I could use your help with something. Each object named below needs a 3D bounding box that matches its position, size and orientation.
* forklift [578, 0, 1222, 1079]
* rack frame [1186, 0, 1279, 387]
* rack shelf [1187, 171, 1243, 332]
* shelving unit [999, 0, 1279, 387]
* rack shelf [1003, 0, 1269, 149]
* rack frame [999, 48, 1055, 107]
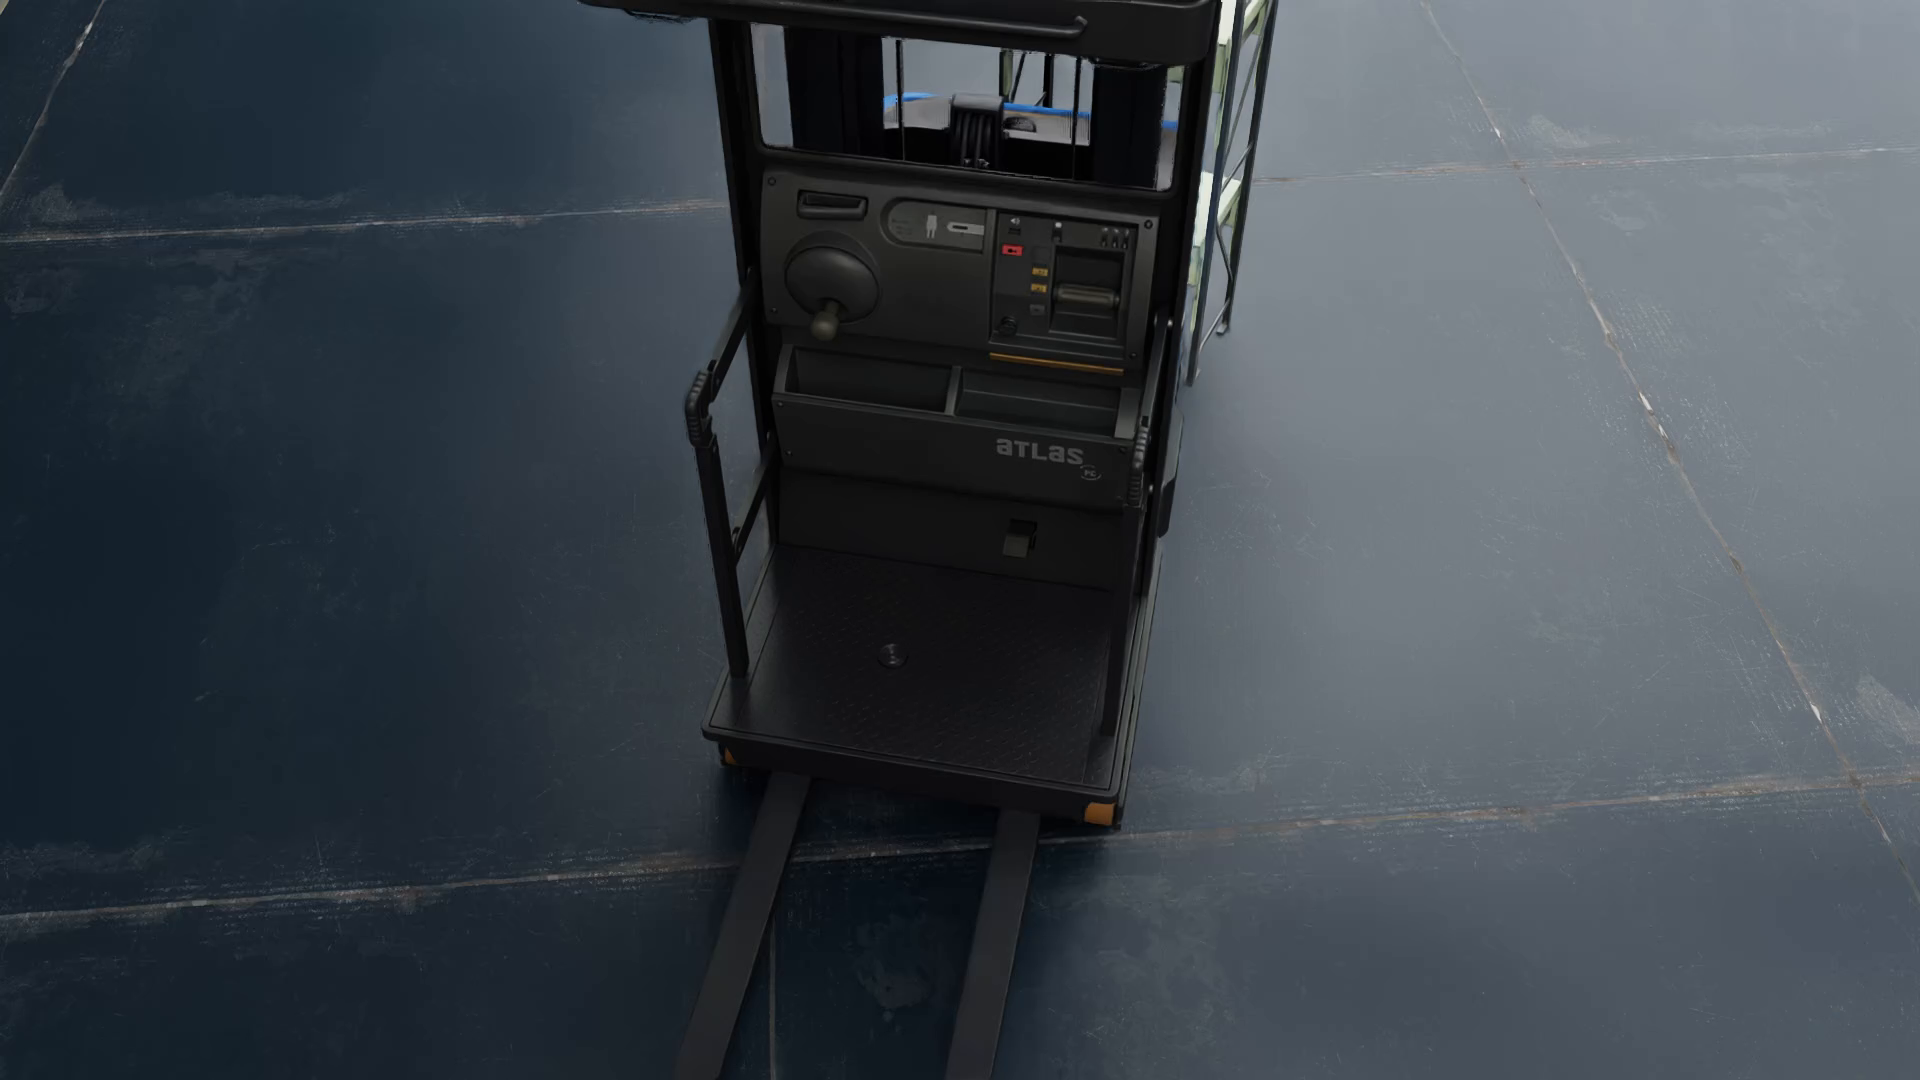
[{"bbox_3d":[-0.050,-0.534,3.737,1.130,2.935,3.031,8,47,8],"label":"forklift"},{"bbox_3d":[0.879,-1.180,5.335,0.023,1.500,0.400,19,50,17],"label":"rack frame"},{"bbox_3d":[0.550,-1.072,5.682,0.720,0.370,0.431,19,50,17],"label":"rack shelf"},{"bbox_3d":[0.550,-1.297,5.445,0.755,1.500,0.431,19,50,17],"label":"shelving unit"},{"bbox_3d":[0.550,-1.565,5.162,0.720,0.370,0.431,19,50,17],"label":"rack shelf"},{"bbox_3d":[0.221,-1.413,5.555,0.023,1.500,0.400,19,50,17],"label":"rack frame"}]
